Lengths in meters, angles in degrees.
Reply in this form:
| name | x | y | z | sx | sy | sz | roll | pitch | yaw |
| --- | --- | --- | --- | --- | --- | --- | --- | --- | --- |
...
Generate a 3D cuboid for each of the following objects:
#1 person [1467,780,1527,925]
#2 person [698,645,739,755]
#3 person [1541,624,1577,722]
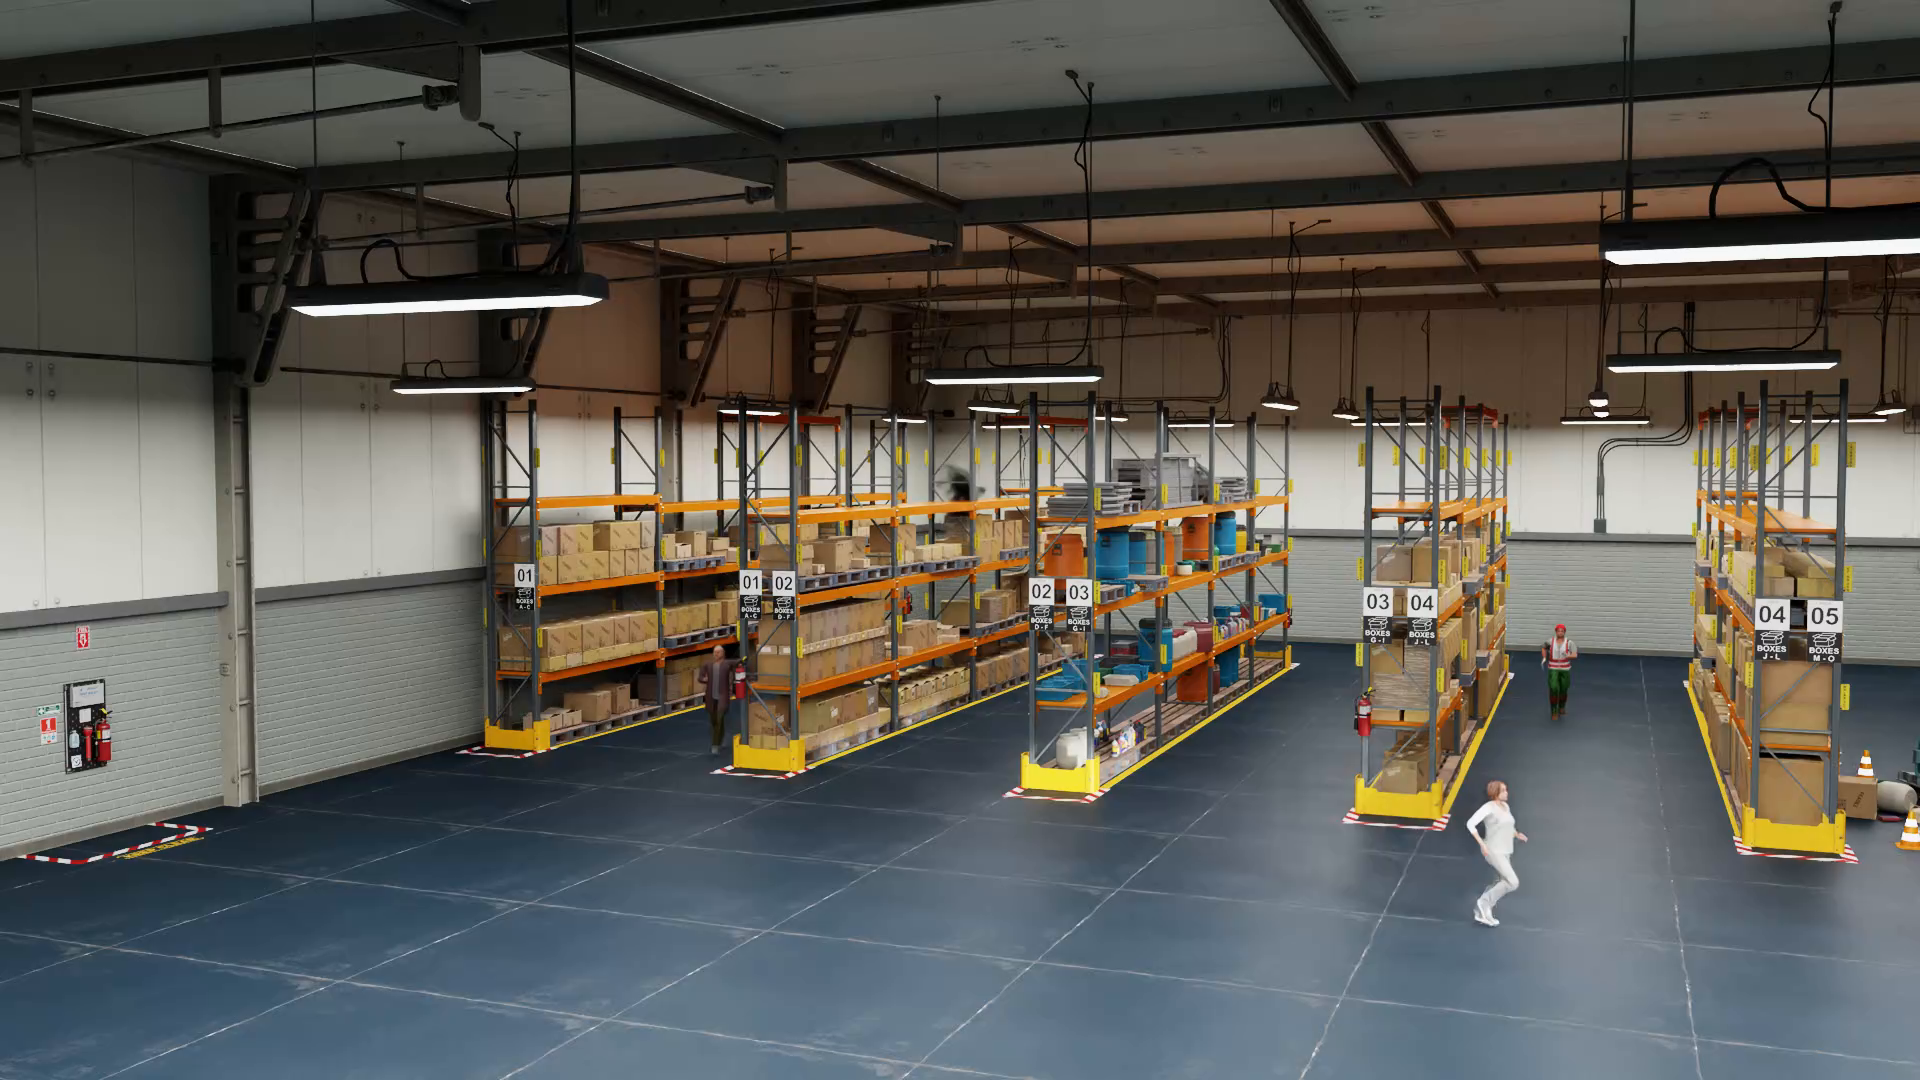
| name | x | y | z | sx | sy | sz | roll | pitch | yaw |
| --- | --- | --- | --- | --- | --- | --- | --- | --- | --- |
| person | 5.730 | 3.334 | 17.656 | 0.596 | 1.562 | 0.515 | 3 | 4 | 45 |
| person | -4.115 | 2.685 | 28.269 | 0.708 | 1.785 | 1.000 | 0 | 3 | 10 |
| person | 11.500 | 2.521 | 31.924 | 0.650 | 1.840 | 0.826 | 1 | 3 | 17 |
